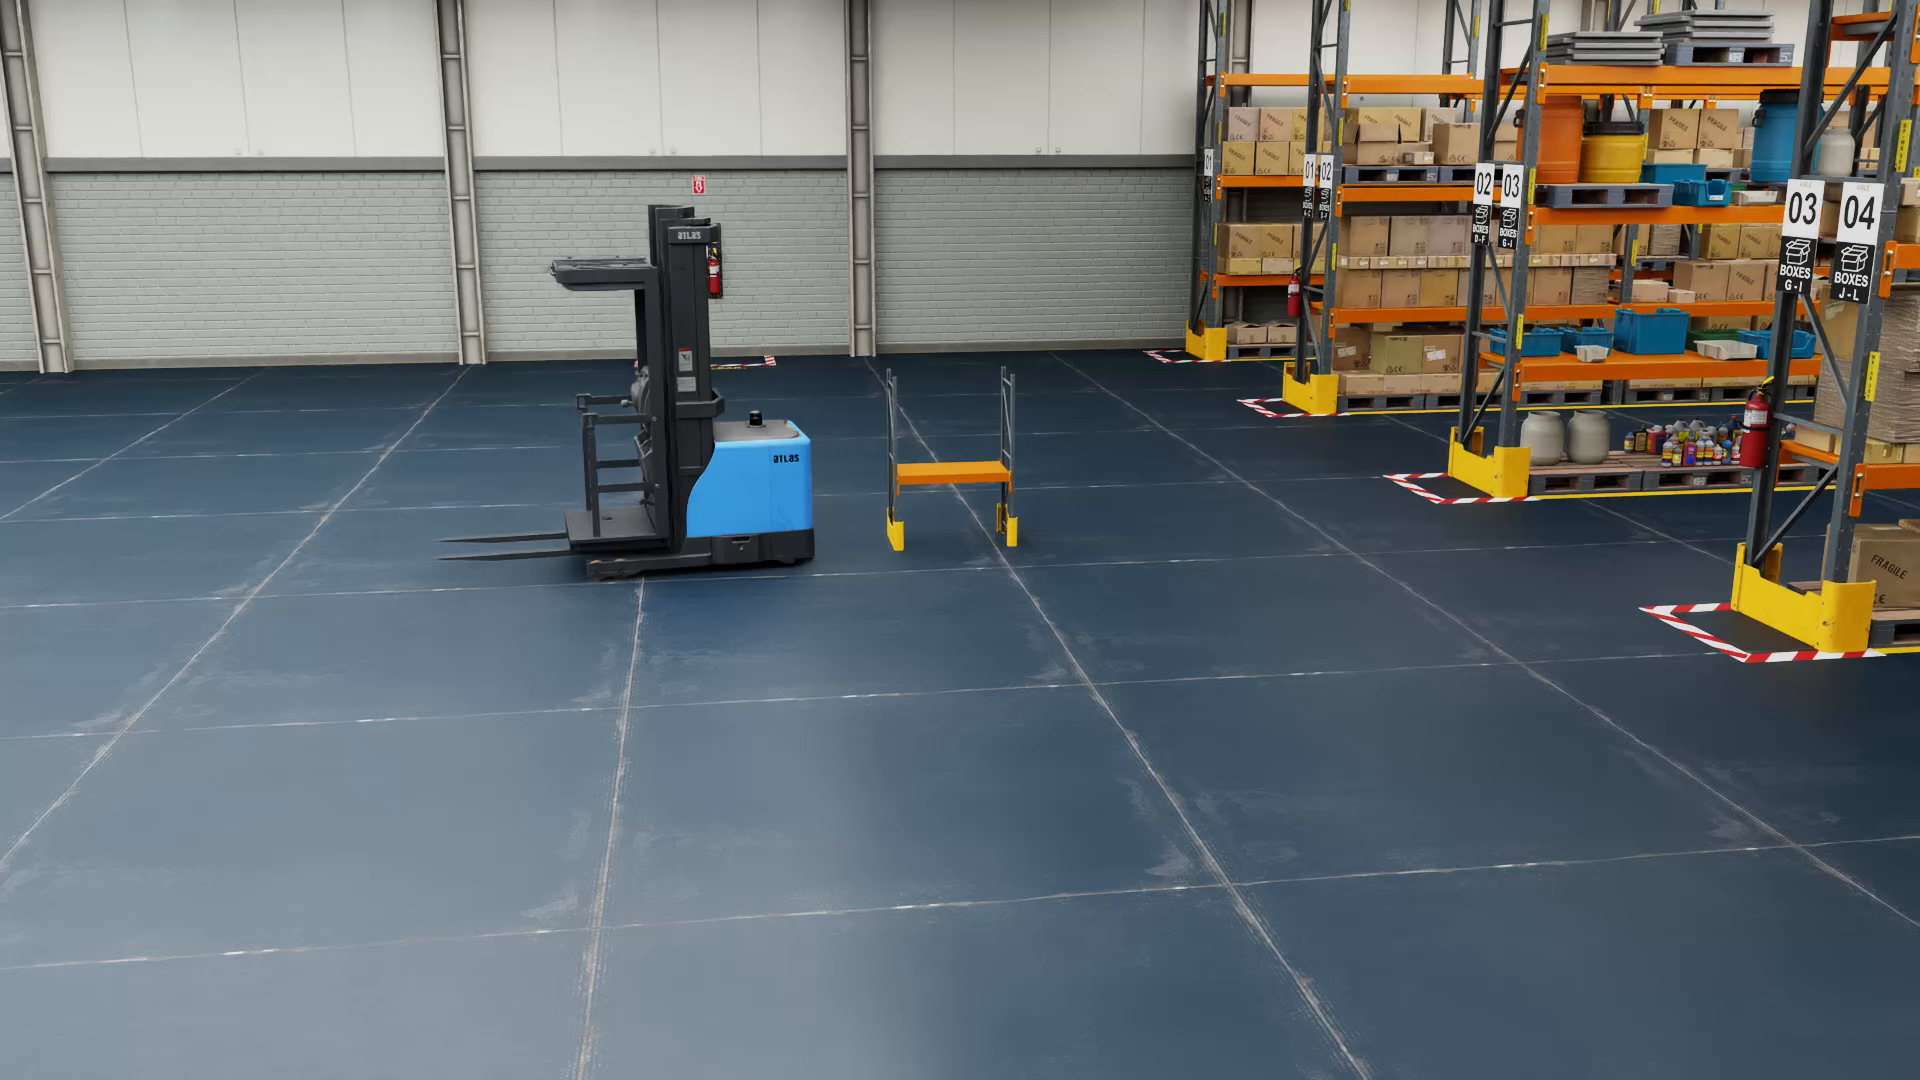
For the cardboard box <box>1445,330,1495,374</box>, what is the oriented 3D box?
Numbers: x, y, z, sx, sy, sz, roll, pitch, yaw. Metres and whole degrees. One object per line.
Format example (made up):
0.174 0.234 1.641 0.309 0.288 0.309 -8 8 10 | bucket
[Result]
6.610 -2.445 21.553 0.500 0.500 0.500 -2 14 -8 | cardboard box

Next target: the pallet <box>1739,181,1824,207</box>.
8.554 -3.459 16.569 1.003 0.211 1.213 -2 14 -8 | pallet

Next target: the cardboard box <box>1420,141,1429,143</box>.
7.312 -5.964 25.922 0.500 0.500 0.500 -2 14 -7 | cardboard box

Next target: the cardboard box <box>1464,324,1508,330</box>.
7.024 -2.593 22.142 0.500 0.500 0.500 -2 14 -8 | cardboard box

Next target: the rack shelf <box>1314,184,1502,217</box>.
6.541 -4.370 21.294 4.000 0.370 1.077 -2 14 -8 | rack shelf

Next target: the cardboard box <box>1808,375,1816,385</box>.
11.481 -2.254 22.334 0.500 0.250 0.500 -2 14 -9 | cardboard box

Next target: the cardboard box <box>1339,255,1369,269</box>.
4.983 -3.517 21.042 0.250 0.149 0.380 -2 14 -9 | cardboard box

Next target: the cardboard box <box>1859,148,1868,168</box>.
11.518 -5.014 21.828 0.500 0.250 0.500 -2 14 -7 | cardboard box

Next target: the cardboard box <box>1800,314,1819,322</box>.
14.185 -3.891 27.628 0.750 0.750 0.750 -2 14 -7 | cardboard box

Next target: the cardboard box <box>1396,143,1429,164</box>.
5.662 -4.951 21.287 0.500 0.250 0.500 -2 14 -8 | cardboard box

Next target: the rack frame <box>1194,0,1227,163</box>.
3.821 -7.293 25.304 0.127 3.000 1.000 -2 14 -8 | rack frame

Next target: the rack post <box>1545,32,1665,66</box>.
6.064 -4.664 15.849 0.954 0.300 0.937 -1 14 -2 | rack post

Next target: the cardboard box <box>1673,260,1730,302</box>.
9.801 -3.428 22.020 0.500 0.500 0.500 -1 14 -4 | cardboard box

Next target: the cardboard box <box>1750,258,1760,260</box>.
12.848 -4.552 27.183 0.250 0.149 0.380 -2 14 -9 | cardboard box

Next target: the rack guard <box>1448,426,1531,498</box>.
5.365 -0.802 16.891 0.348 0.500 1.175 -2 14 -8 | rack guard

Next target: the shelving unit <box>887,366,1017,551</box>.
-0.075 -0.725 14.528 1.083 1.500 0.587 -2 14 -8 | shelving unit

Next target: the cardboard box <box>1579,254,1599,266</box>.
8.037 -3.630 21.491 0.250 0.149 0.380 -2 14 -9 | cardboard box

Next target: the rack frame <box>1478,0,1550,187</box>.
5.297 -4.910 15.801 0.127 3.000 1.000 -2 14 -8 | rack frame

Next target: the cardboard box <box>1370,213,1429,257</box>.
5.598 -3.906 21.257 0.500 0.500 0.700 -2 14 -10 | cardboard box

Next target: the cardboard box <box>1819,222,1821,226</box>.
13.748 -5.253 27.100 0.500 0.250 0.500 -2 14 -9 | cardboard box

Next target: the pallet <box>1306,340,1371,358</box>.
5.909 -3.098 26.640 1.213 0.211 1.003 -2 14 -8 | pallet

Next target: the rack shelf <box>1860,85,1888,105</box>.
11.230 -4.585 16.805 4.000 0.370 1.077 -2 14 -8 | rack shelf

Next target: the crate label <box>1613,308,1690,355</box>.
7.077 -2.149 17.052 0.616 0.435 0.502 -2 14 -8 | crate label

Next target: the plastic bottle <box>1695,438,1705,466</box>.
7.475 -0.893 16.822 0.097 0.271 0.097 0 14 0 | plastic bottle

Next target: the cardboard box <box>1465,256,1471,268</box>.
6.503 -3.573 21.263 0.250 0.149 0.380 -2 14 -8 | cardboard box

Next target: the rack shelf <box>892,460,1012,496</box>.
-0.084 -0.550 14.571 1.000 0.185 0.538 -2 14 -8 | rack shelf

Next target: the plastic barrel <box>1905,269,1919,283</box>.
9.680 -2.329 16.814 0.708 0.901 0.600 -2 14 -8 | plastic barrel

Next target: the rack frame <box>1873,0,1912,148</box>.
12.474 -6.392 21.709 0.127 3.000 1.000 -2 14 -8 | rack frame

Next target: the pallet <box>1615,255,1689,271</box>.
11.043 -4.529 27.008 1.003 0.211 1.213 -2 14 -8 | pallet

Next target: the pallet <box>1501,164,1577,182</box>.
7.679 -4.712 21.359 1.213 0.211 1.003 -2 14 -8 | pallet

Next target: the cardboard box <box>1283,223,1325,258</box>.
5.340 -4.662 25.869 0.500 0.500 0.500 -3 14 -10 | cardboard box

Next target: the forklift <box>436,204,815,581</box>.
-2.792 -1.234 13.617 3.031 2.935 1.130 -4 15 -15 | forklift

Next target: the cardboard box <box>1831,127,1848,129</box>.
14.260 -6.494 27.173 0.500 0.500 0.700 -2 14 -9 | cardboard box

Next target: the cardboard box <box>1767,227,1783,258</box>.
13.261 -4.866 27.101 0.500 0.500 0.500 -2 14 -9 | cardboard box

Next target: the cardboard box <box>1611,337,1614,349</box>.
8.876 -2.562 22.409 0.500 0.311 0.500 -2 14 -8 | cardboard box

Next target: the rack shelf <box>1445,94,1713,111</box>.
9.754 -6.968 26.307 4.000 0.370 1.077 -2 14 -8 | rack shelf

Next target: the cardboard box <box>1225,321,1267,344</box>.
4.519 -3.296 26.321 0.500 0.311 0.500 -4 15 -15 | cardboard box

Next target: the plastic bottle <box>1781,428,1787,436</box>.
8.772 -1.091 17.756 0.097 0.201 0.097 0 14 0 | plastic bottle

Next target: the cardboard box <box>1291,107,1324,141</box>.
5.247 -6.364 25.464 0.500 0.500 0.500 -2 14 -7 | cardboard box

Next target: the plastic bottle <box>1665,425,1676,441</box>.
7.438 -1.072 17.525 0.135 0.276 0.152 -2 14 -10 | plastic bottle

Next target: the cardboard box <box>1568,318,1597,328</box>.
10.014 -3.620 27.224 0.500 0.500 0.700 -2 14 -9 | cardboard box

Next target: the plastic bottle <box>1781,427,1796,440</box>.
8.469 -0.974 16.981 0.185 0.351 0.144 -3 14 -11 | plastic bottle

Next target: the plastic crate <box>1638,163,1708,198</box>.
7.138 -3.589 16.733 0.575 0.384 0.392 -2 14 -8 | plastic crate

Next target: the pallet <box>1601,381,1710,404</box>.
9.241 -2.020 22.344 1.213 0.211 1.003 -2 14 -8 | pallet

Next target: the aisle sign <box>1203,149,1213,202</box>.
3.795 -5.569 25.419 0.004 0.787 0.394 -2 14 -8 | aisle sign

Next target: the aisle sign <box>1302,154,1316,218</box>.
4.454 -4.521 21.239 0.004 0.787 0.394 -2 14 -8 | aisle sign

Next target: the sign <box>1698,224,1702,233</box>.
11.822 -5.066 26.539 0.005 0.325 0.100 -2 14 -8 | sign

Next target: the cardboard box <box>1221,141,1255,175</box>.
4.189 -5.848 25.463 0.500 0.500 0.500 -2 14 -7 | cardboard box

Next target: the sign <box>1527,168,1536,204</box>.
5.375 -3.327 15.637 0.005 0.325 0.100 -2 14 -8 | sign

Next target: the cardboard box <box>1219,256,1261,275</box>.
4.351 -4.262 25.815 0.500 0.250 0.500 -3 14 -10 | cardboard box

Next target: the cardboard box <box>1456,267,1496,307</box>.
6.557 -3.311 21.552 0.500 0.500 0.700 -2 14 -7 | cardboard box

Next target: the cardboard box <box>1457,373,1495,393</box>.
6.610 -2.082 21.645 0.500 0.250 0.500 -2 14 -8 | cardboard box

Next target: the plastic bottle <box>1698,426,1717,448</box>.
7.832 -1.051 17.441 0.135 0.276 0.152 -2 14 -8 | plastic bottle

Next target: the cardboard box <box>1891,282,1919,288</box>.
7.036 -1.585 12.005 0.500 0.500 0.500 -2 14 -8 | cardboard box

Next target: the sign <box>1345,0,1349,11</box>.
4.639 -6.498 19.887 0.005 0.325 0.100 -2 14 -8 | sign
